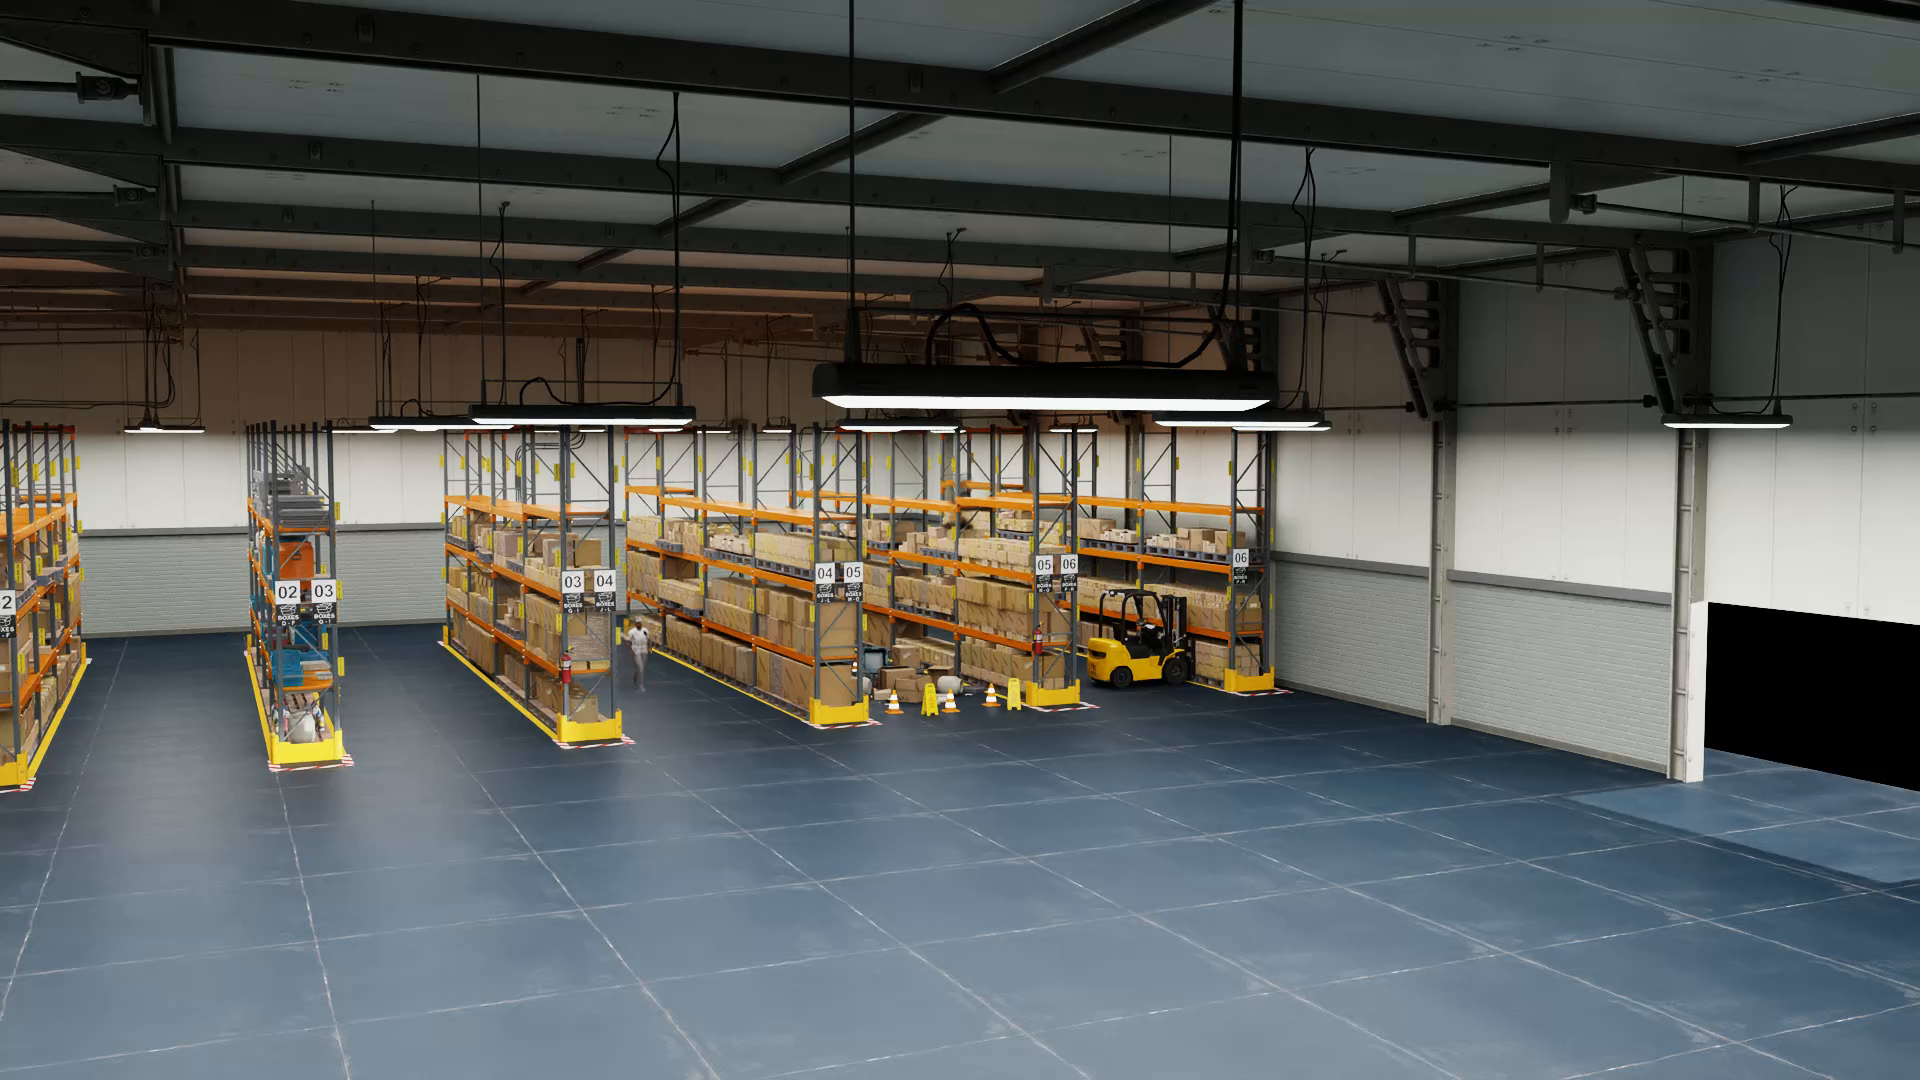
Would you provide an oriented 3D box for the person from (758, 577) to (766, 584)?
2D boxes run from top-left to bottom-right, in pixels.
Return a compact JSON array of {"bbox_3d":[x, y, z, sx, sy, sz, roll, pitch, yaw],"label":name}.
[{"bbox_3d":[-6.292,1.668,51.504,0.566,1.679,0.650,-3,5,-39],"label":"person"}]

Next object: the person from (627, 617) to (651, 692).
[{"bbox_3d":[-7.241,2.561,37.466,0.579,1.697,0.653,-3,4,-36],"label":"person"}]
